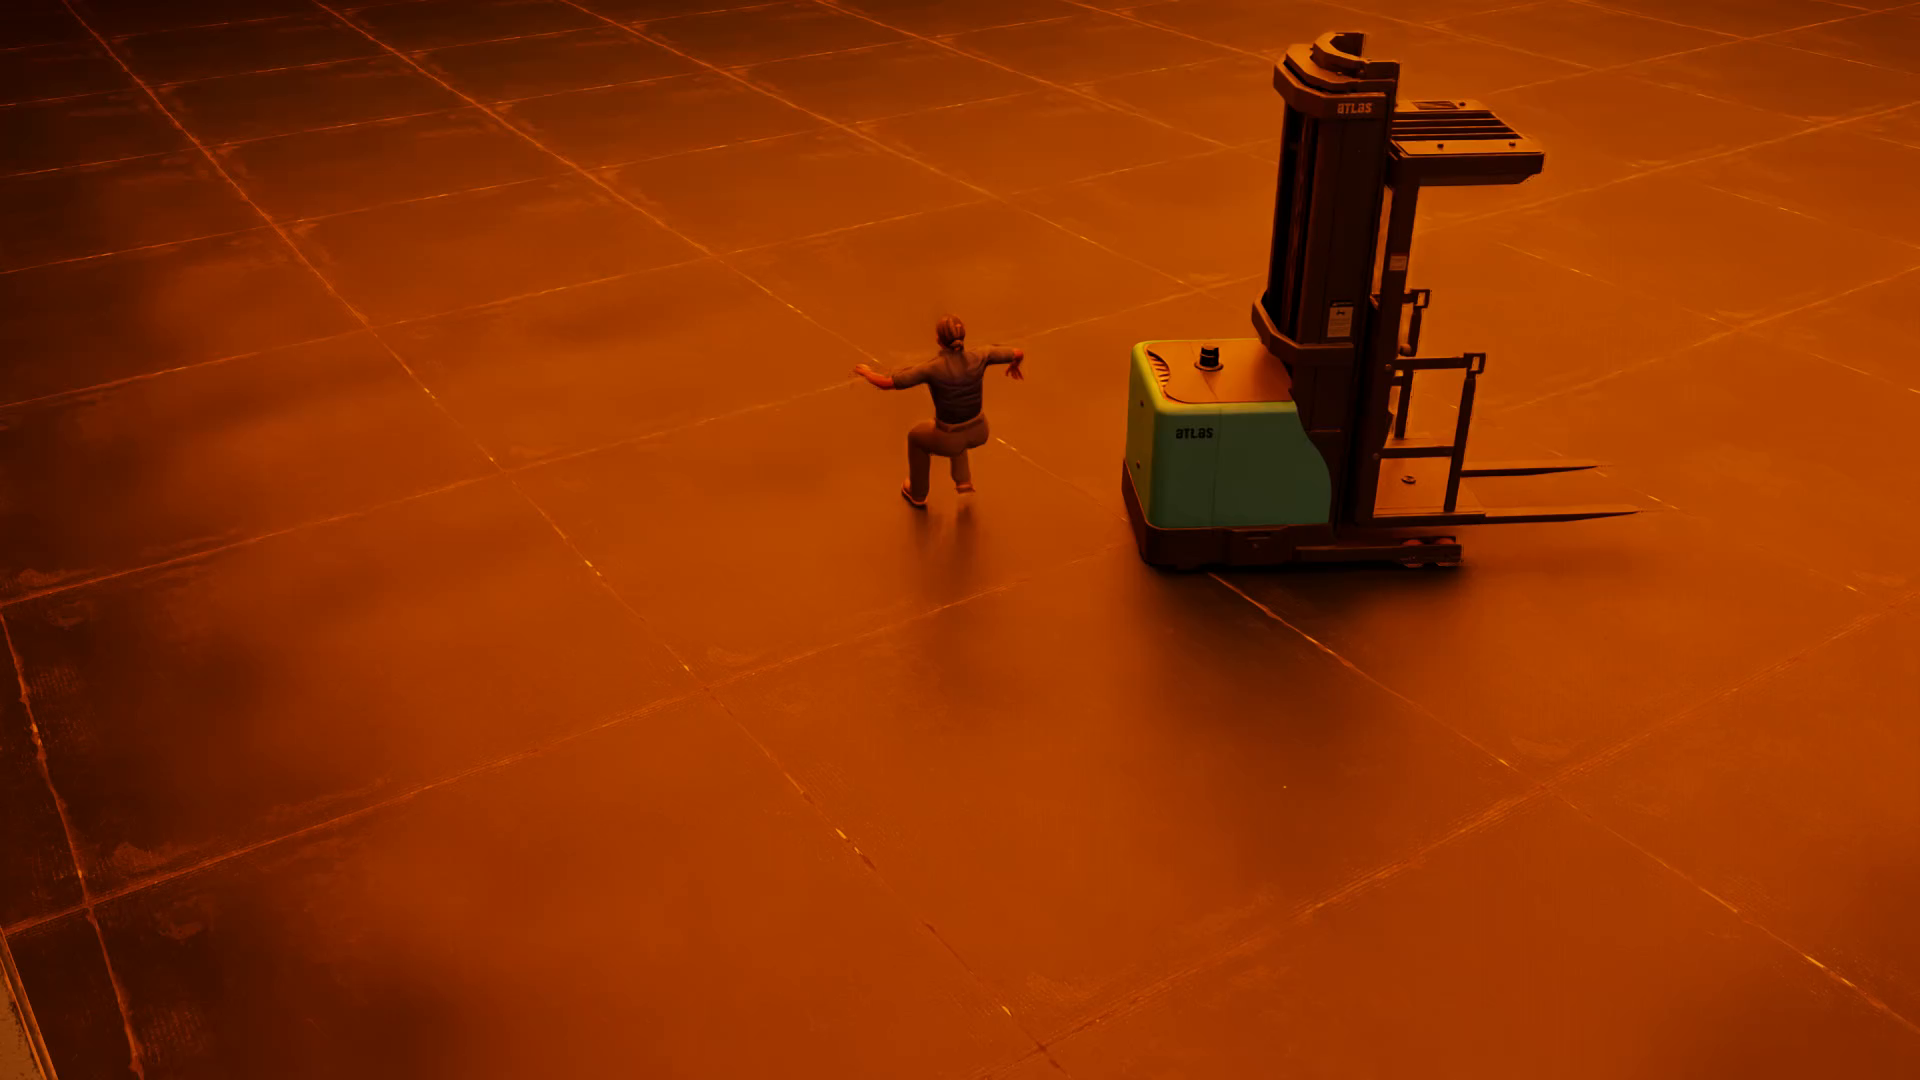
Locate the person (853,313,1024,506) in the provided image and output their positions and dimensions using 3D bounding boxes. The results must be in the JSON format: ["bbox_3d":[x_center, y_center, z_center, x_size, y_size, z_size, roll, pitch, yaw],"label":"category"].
[{"bbox_3d":[-0.098,-0.813,10.149,0.984,1.420,0.804,-16,33,-25],"label":"person"}]

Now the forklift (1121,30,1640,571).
[{"bbox_3d":[2.568,-1.369,9.611,3.031,2.935,1.130,-2,30,-3],"label":"forklift"}]
